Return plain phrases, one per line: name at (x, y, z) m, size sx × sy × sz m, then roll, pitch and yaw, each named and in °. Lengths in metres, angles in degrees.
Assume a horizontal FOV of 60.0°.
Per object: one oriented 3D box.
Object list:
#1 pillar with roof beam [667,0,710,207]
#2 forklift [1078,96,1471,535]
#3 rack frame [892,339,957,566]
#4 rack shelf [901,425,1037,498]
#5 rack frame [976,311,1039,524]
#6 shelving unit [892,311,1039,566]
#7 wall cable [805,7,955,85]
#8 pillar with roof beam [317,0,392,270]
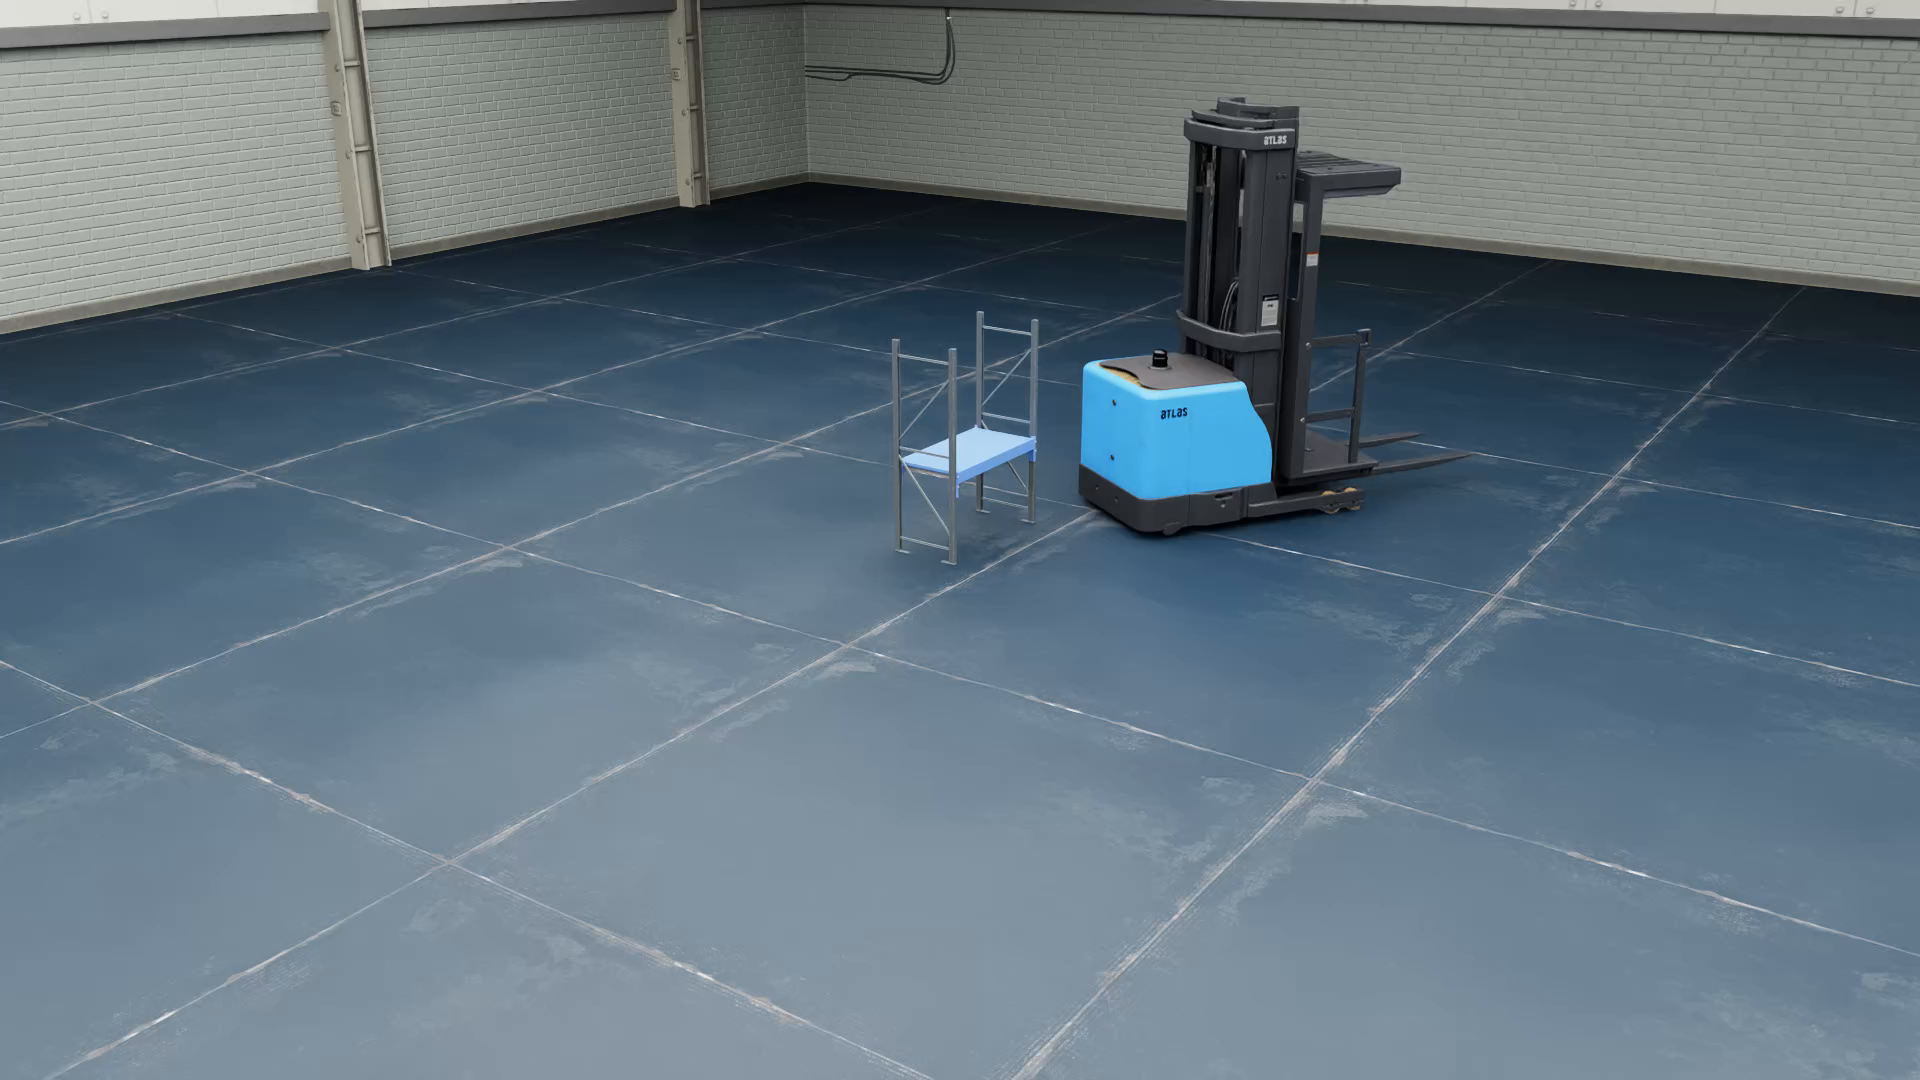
pillar with roof beam at (-0.566, -8.590, 22.016) m, size 9.100 × 9.000 × 0.400 m, roll 13°, pitch 24°, yaw 32°
forklift at (2.454, -1.726, 12.207) m, size 3.031 × 2.935 × 1.130 m, roll -9°, pitch 22°, yaw -22°
rack frame at (-0.238, -0.582, 11.177) m, size 0.500 × 1.500 × 0.032 m, roll 13°, pitch 24°, yaw 32°
rack shelf at (0.048, -0.559, 11.633) m, size 0.538 × 0.185 × 1.000 m, roll 13°, pitch 24°, yaw 32°
rack frame at (0.334, -0.874, 11.965) m, size 0.500 × 1.500 × 0.032 m, roll 13°, pitch 24°, yaw 32°
shelving unit at (0.048, -0.728, 11.571) m, size 0.538 × 1.500 × 1.048 m, roll 13°, pitch 24°, yaw 32°
wall cable at (-1.377, -8.561, 26.413) m, size 3.097 × 2.526 × 0.112 m, roll 13°, pitch 24°, yaw 32°
pillar with roof beam at (-3.939, -6.868, 17.362) m, size 9.100 × 9.000 × 0.400 m, roll 13°, pitch 24°, yaw 32°
